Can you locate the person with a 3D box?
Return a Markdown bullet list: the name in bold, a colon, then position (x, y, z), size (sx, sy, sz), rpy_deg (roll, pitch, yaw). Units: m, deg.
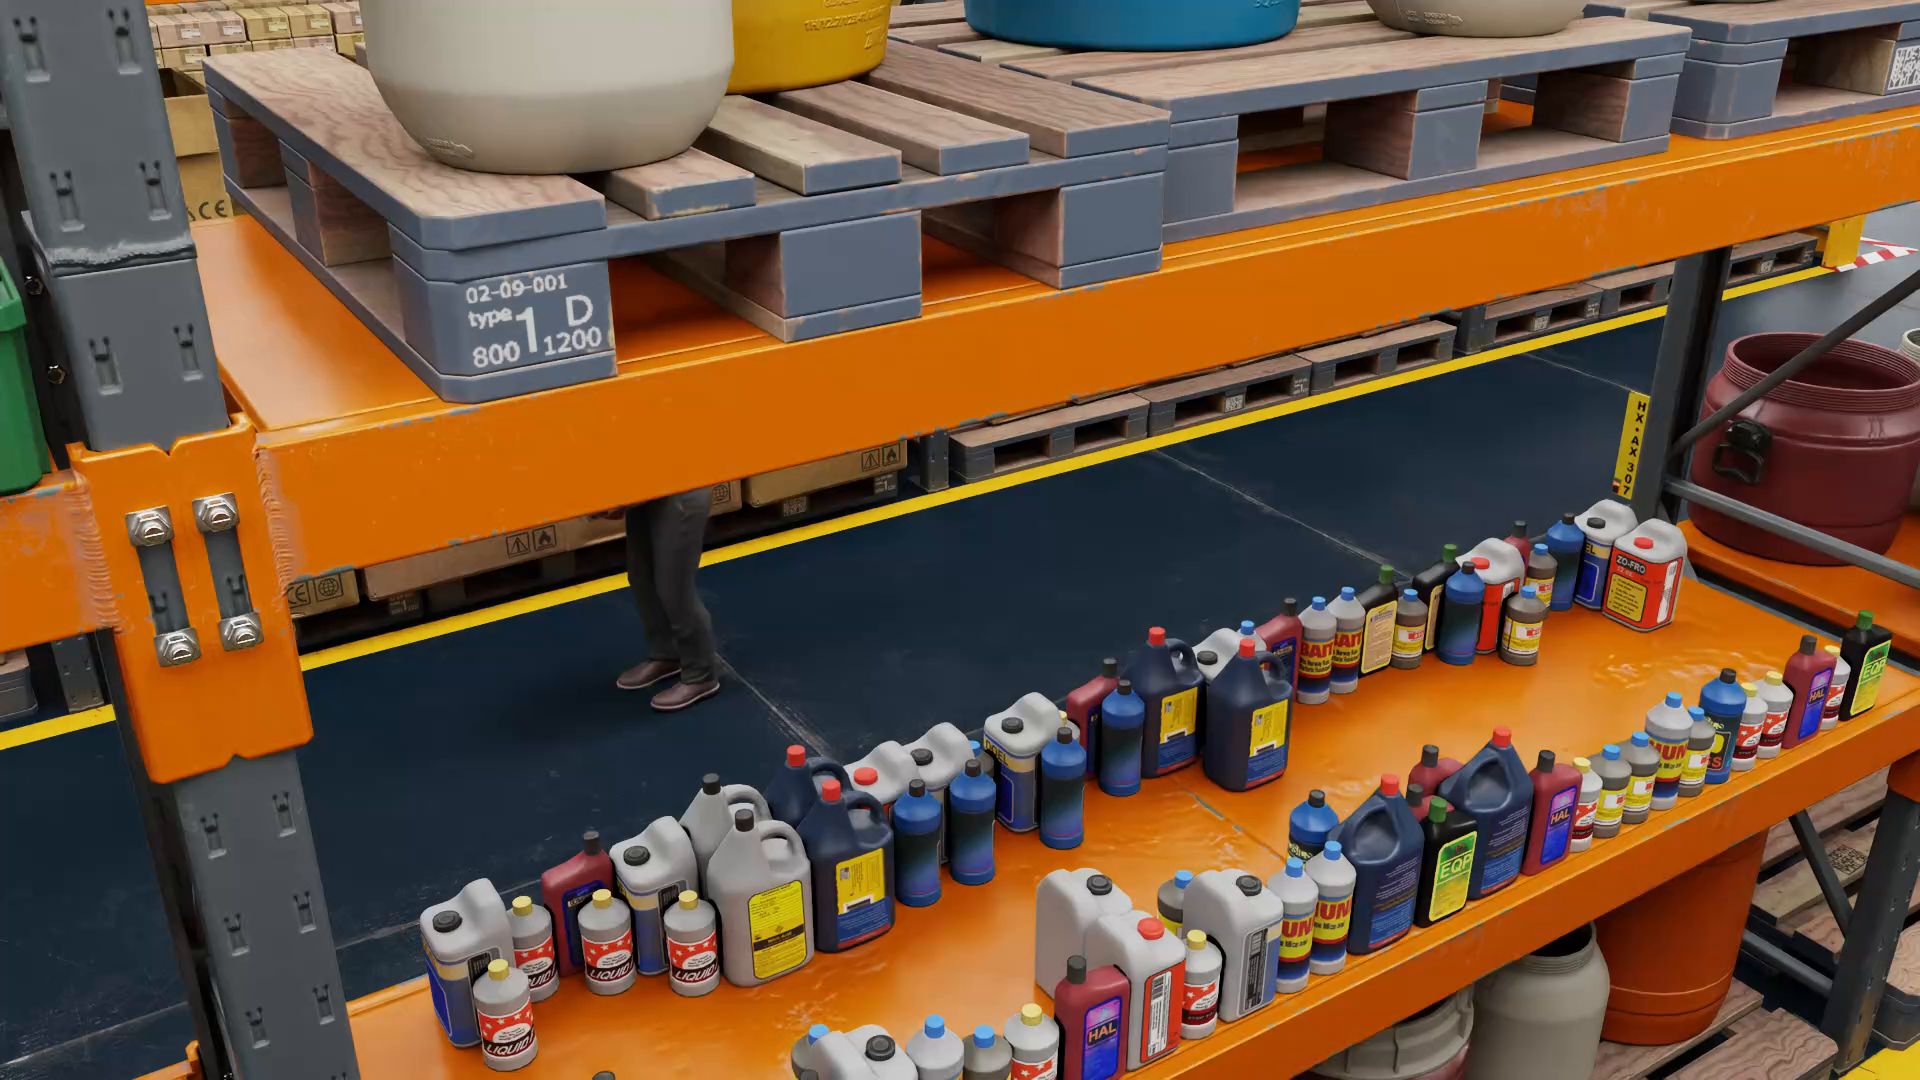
- **person**: position (-1.217, -0.130, 6.403), size (0.499, 1.648, 0.451), rpy_deg (-15, 29, -28)
